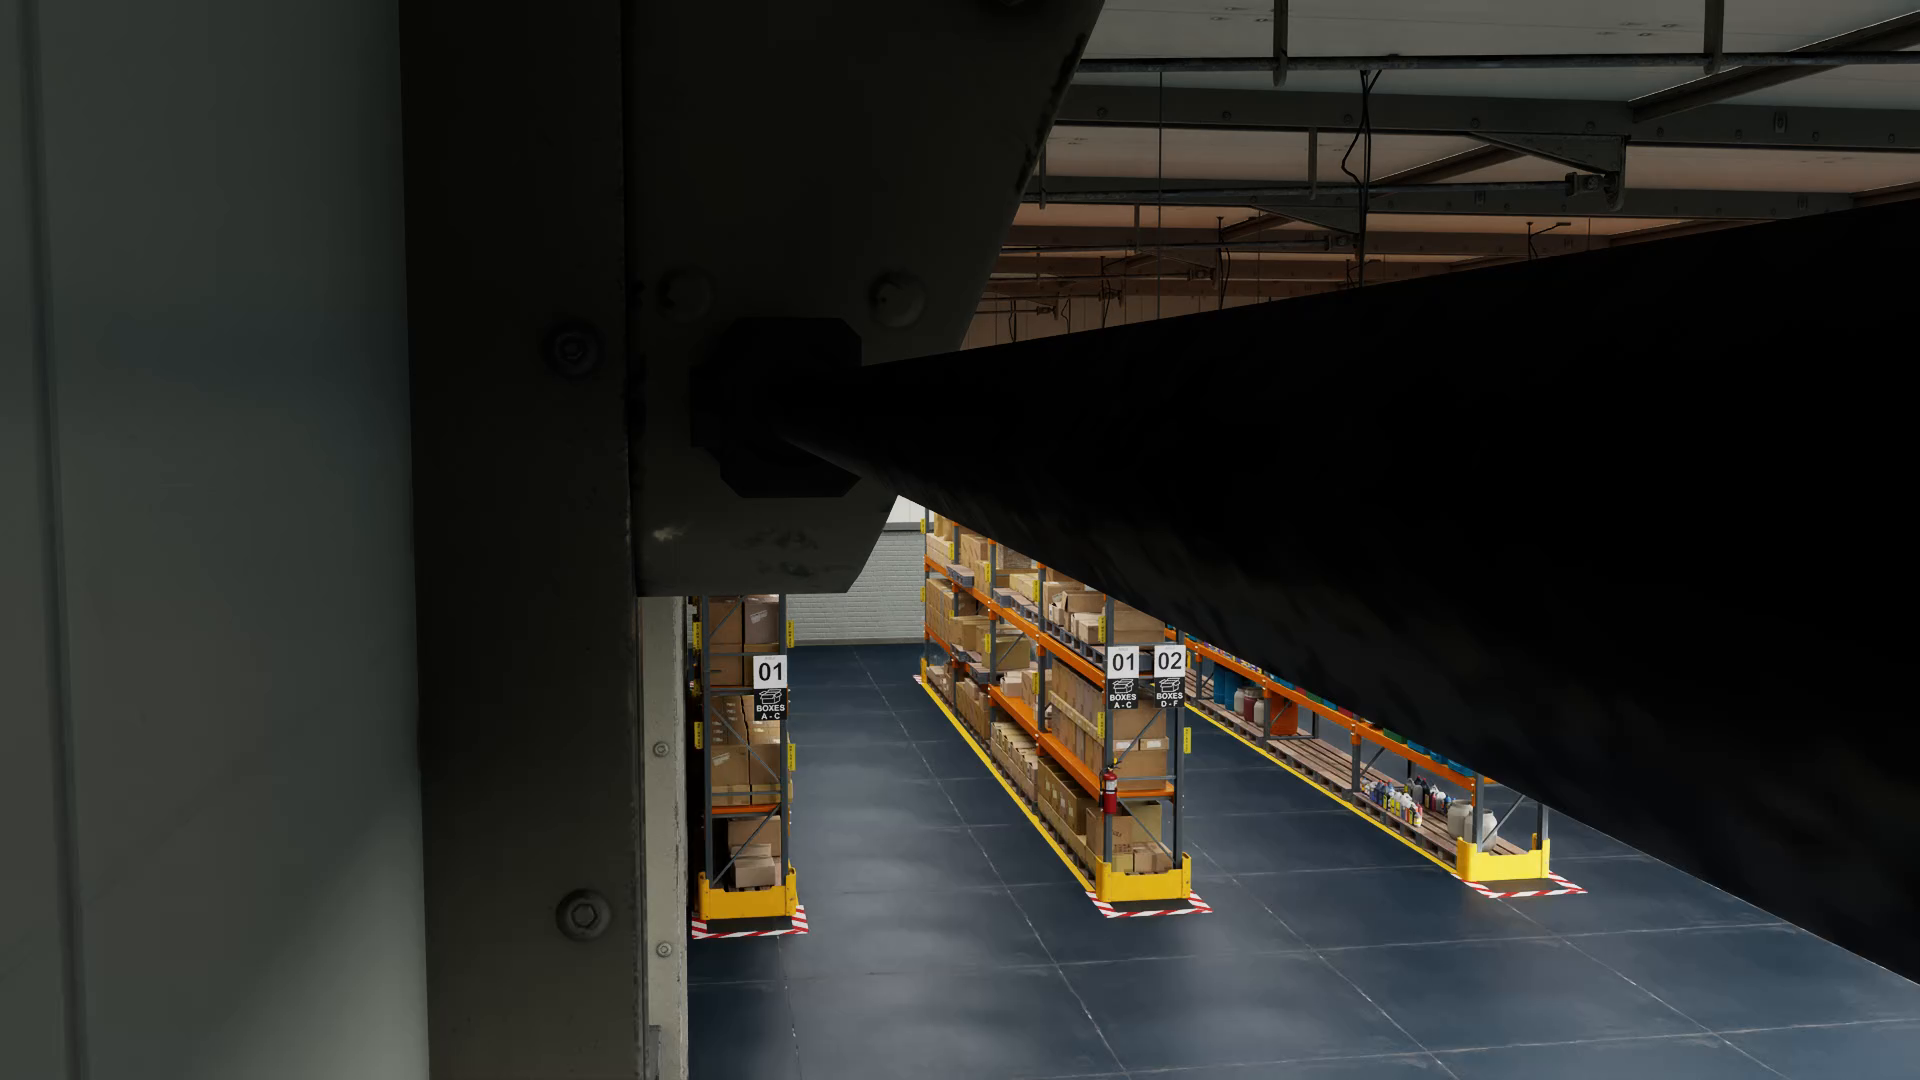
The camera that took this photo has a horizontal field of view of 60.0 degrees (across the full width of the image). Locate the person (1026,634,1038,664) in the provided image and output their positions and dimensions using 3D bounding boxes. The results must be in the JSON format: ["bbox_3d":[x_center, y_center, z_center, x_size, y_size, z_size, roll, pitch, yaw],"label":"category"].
[{"bbox_3d":[1.668,2.315,36.335,0.558,1.673,0.675,-3,6,-29],"label":"person"}]
